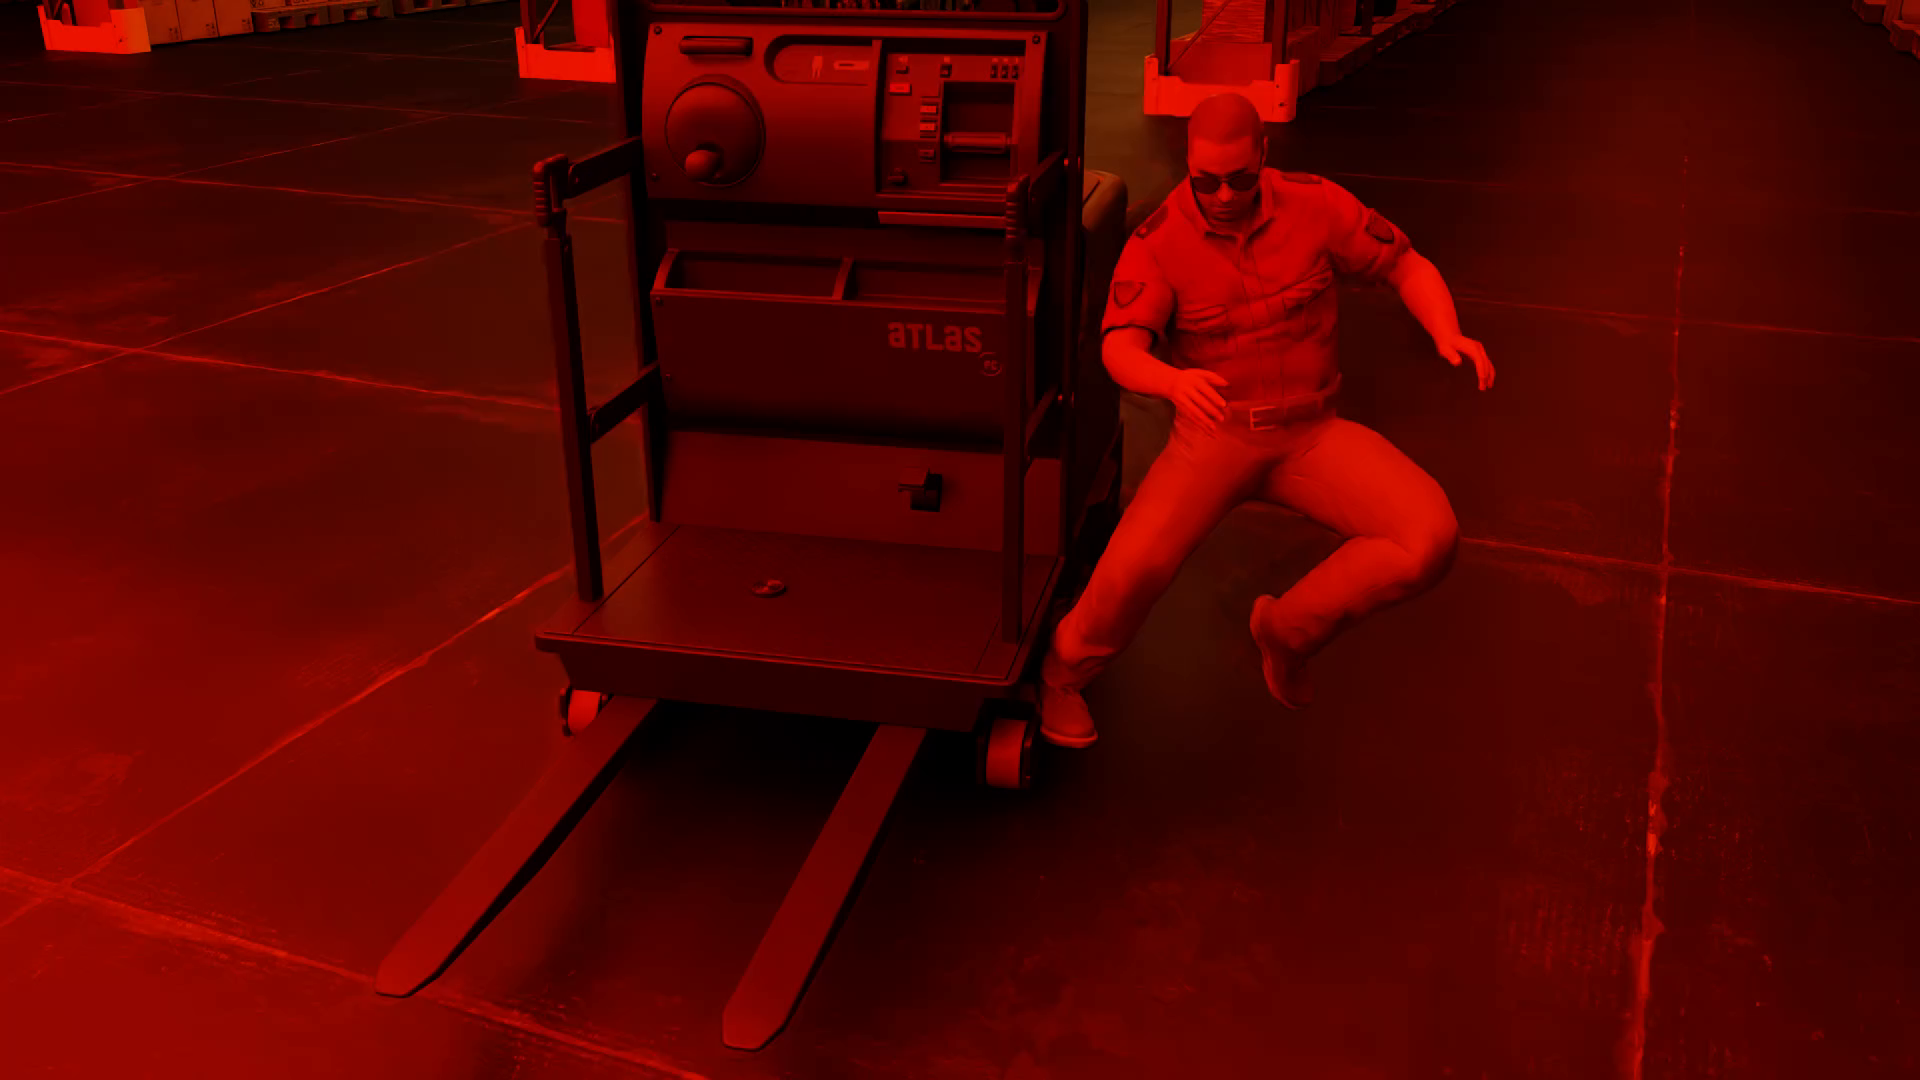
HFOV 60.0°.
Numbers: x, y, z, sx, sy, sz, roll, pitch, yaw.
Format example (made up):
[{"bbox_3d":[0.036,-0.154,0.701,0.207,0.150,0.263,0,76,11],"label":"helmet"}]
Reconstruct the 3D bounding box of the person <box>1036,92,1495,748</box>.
[{"bbox_3d":[0.630,-0.203,3.605,0.917,1.459,0.789,-1,23,-1],"label":"person"}]

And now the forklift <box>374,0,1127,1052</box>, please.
[{"bbox_3d":[-0.312,-0.946,3.555,1.130,2.935,3.031,5,23,12],"label":"forklift"}]
